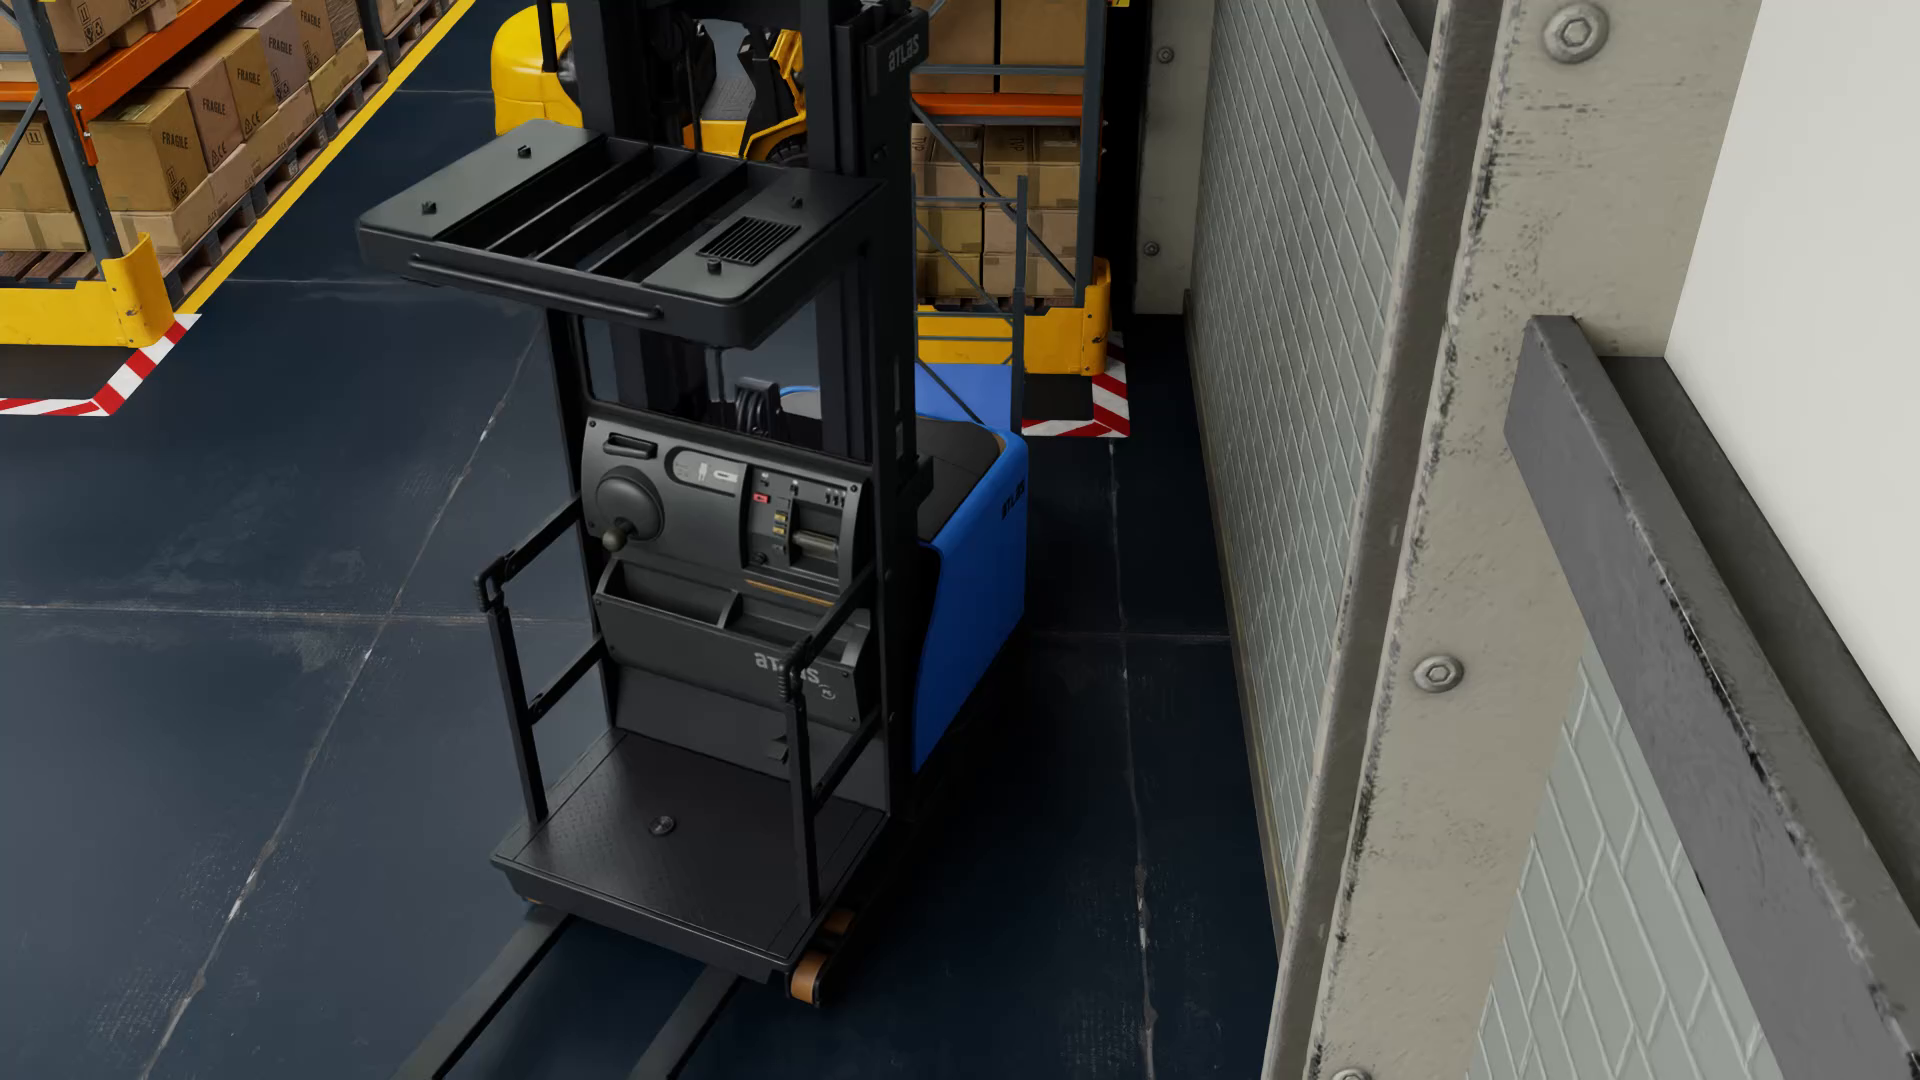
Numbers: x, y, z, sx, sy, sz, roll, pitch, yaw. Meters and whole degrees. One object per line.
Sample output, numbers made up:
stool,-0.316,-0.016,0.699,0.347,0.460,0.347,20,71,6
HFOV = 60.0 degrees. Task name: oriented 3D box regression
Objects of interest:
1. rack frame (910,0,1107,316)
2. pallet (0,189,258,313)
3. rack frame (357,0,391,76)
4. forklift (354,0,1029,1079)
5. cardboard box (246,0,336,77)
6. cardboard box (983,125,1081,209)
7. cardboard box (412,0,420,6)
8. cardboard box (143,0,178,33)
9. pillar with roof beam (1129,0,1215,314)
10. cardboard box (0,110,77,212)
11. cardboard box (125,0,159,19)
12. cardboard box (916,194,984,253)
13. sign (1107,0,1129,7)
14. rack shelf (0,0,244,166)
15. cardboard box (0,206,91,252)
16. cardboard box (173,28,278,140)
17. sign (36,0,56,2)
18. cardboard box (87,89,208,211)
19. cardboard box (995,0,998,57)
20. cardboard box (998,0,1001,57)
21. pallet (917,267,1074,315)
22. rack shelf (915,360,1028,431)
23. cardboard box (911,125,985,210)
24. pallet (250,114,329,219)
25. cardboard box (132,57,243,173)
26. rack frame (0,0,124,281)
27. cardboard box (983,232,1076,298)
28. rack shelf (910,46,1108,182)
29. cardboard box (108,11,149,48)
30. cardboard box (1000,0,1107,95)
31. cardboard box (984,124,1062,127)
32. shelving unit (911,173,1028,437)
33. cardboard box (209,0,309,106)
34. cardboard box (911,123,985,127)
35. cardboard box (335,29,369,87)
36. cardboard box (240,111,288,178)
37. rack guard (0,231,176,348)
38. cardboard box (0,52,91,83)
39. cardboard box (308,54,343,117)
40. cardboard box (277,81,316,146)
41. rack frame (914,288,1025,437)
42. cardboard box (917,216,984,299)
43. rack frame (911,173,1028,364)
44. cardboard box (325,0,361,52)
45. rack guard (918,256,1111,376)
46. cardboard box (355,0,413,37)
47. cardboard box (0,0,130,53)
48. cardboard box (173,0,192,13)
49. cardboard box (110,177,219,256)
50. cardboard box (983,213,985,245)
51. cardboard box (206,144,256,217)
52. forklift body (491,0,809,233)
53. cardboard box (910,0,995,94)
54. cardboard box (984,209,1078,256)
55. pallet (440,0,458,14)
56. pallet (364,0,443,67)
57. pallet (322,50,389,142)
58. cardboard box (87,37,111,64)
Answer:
rack frame,0.163,-2.185,7.750,1.000,3.000,0.127,1,35,2
pallet,-4.726,-1.666,9.437,1.003,0.211,1.213,1,35,2
rack frame,-4.636,-4.595,11.180,1.000,3.000,0.127,1,35,2
forklift,-0.798,-0.037,4.754,1.130,2.935,3.031,14,38,19
cardboard box,-4.411,-3.311,10.726,0.500,0.500,0.500,2,35,3
cardboard box,0.371,-1.912,8.519,0.500,0.250,0.500,1,35,1
cardboard box,-4.592,-4.407,12.831,0.950,0.372,0.625,3,35,5
cardboard box,-4.433,-2.825,8.880,0.380,0.149,0.250,2,35,3
pillar with roof beam,-3.210,-5.118,6.706,9.100,9.000,0.400,1,35,2
cardboard box,-5.025,-2.117,9.028,0.500,0.500,0.500,2,35,2
cardboard box,-4.483,-3.023,8.597,0.500,0.500,0.500,2,35,3
cardboard box,-0.130,-1.723,8.684,0.500,0.250,0.500,1,35,1
sign,0.717,-2.555,7.455,0.100,0.325,0.005,1,35,2
rack shelf,-4.717,-3.152,9.752,1.077,0.370,4.000,1,35,2
cardboard box,-5.032,-1.828,9.269,0.500,0.250,0.500,1,35,2
cardboard box,-4.443,-2.710,9.871,0.500,0.500,0.500,2,35,3
sign,-4.255,-2.639,7.643,0.100,0.325,0.005,1,35,2
cardboard box,-4.488,-2.122,9.034,0.500,0.500,0.500,0,35,0
cardboard box,-0.050,-2.812,8.556,0.500,0.500,0.500,2,35,3
cardboard box,0.459,-2.804,8.544,0.500,0.500,0.500,2,35,3
pallet,0.152,-1.484,9.178,1.003,0.211,1.213,1,35,2
rack shelf,0.003,-0.426,6.864,0.538,0.185,1.000,1,35,2
cardboard box,-0.130,-1.912,8.519,0.500,0.250,0.500,2,35,3
pallet,-4.674,-2.365,10.431,1.003,0.211,1.213,1,35,2
cardboard box,-4.471,-2.422,9.461,0.500,0.500,0.500,0,35,0
rack frame,-4.797,-2.297,7.910,1.000,3.000,0.127,1,35,2
cardboard box,0.378,-1.509,8.815,0.500,0.250,0.500,1,35,2
rack shelf,0.243,-3.039,9.592,1.077,0.370,4.000,1,35,2
cardboard box,-4.489,-2.681,8.674,0.380,0.149,0.250,0,35,0
cardboard box,0.460,-2.504,8.117,0.500,0.500,0.500,2,35,3
cardboard box,0.388,-2.199,8.927,0.500,0.250,0.500,1,35,2
shelving unit,0.003,-0.573,6.761,0.538,1.500,1.048,1,35,2
cardboard box,-4.430,-3.017,10.309,0.500,0.500,0.500,3,35,4
cardboard box,-0.116,-2.206,8.936,0.500,0.250,0.500,2,35,3
cardboard box,-4.392,-3.296,11.358,0.500,0.250,0.500,3,35,4
cardboard box,-4.451,-2.408,10.094,0.500,0.250,0.500,4,35,5
rack guard,-4.794,-1.318,8.691,1.175,0.500,0.348,1,35,2
cardboard box,-4.577,-2.385,8.253,0.380,0.149,0.250,1,35,2
cardboard box,-4.403,-2.990,10.922,0.500,0.250,0.500,0,35,1
cardboard box,-4.428,-2.698,10.506,0.500,0.250,0.500,2,35,3
rack frame,-0.018,-0.281,6.345,0.500,1.500,0.032,1,35,2
cardboard box,-0.134,-1.509,8.814,0.500,0.250,0.500,2,35,2
rack frame,0.025,-0.865,7.176,0.500,1.500,0.032,1,35,2
cardboard box,-4.392,-3.603,11.142,0.500,0.500,0.500,1,35,1
rack guard,0.162,-1.148,8.449,1.175,0.500,0.348,1,35,2
cardboard box,-4.618,-3.993,12.244,0.950,0.372,0.625,2,35,2
cardboard box,-4.501,-2.725,8.174,0.500,0.500,0.500,1,35,1
cardboard box,-4.456,-2.975,9.093,0.380,0.149,0.250,2,35,3
cardboard box,-4.488,-1.801,9.230,0.500,0.250,0.500,1,35,1
cardboard box,-0.105,-1.794,9.220,0.500,0.250,0.500,1,35,2
cardboard box,-4.460,-2.094,9.647,0.500,0.250,0.500,3,35,4
forklift body,-1.584,-2.969,9.604,2.313,2.155,1.214,1,35,2
cardboard box,-0.080,-2.514,8.132,0.500,0.500,0.500,1,35,1
cardboard box,0.389,-1.701,8.653,0.500,0.250,0.500,2,35,3
pallet,-4.560,-4.605,13.618,1.003,0.211,1.213,1,35,2
pallet,-4.607,-3.902,12.618,1.003,0.211,1.213,1,35,2
pallet,-4.628,-3.068,11.431,1.003,0.211,1.213,1,35,2
cardboard box,-4.581,-2.530,8.460,0.380,0.149,0.250,2,35,3
